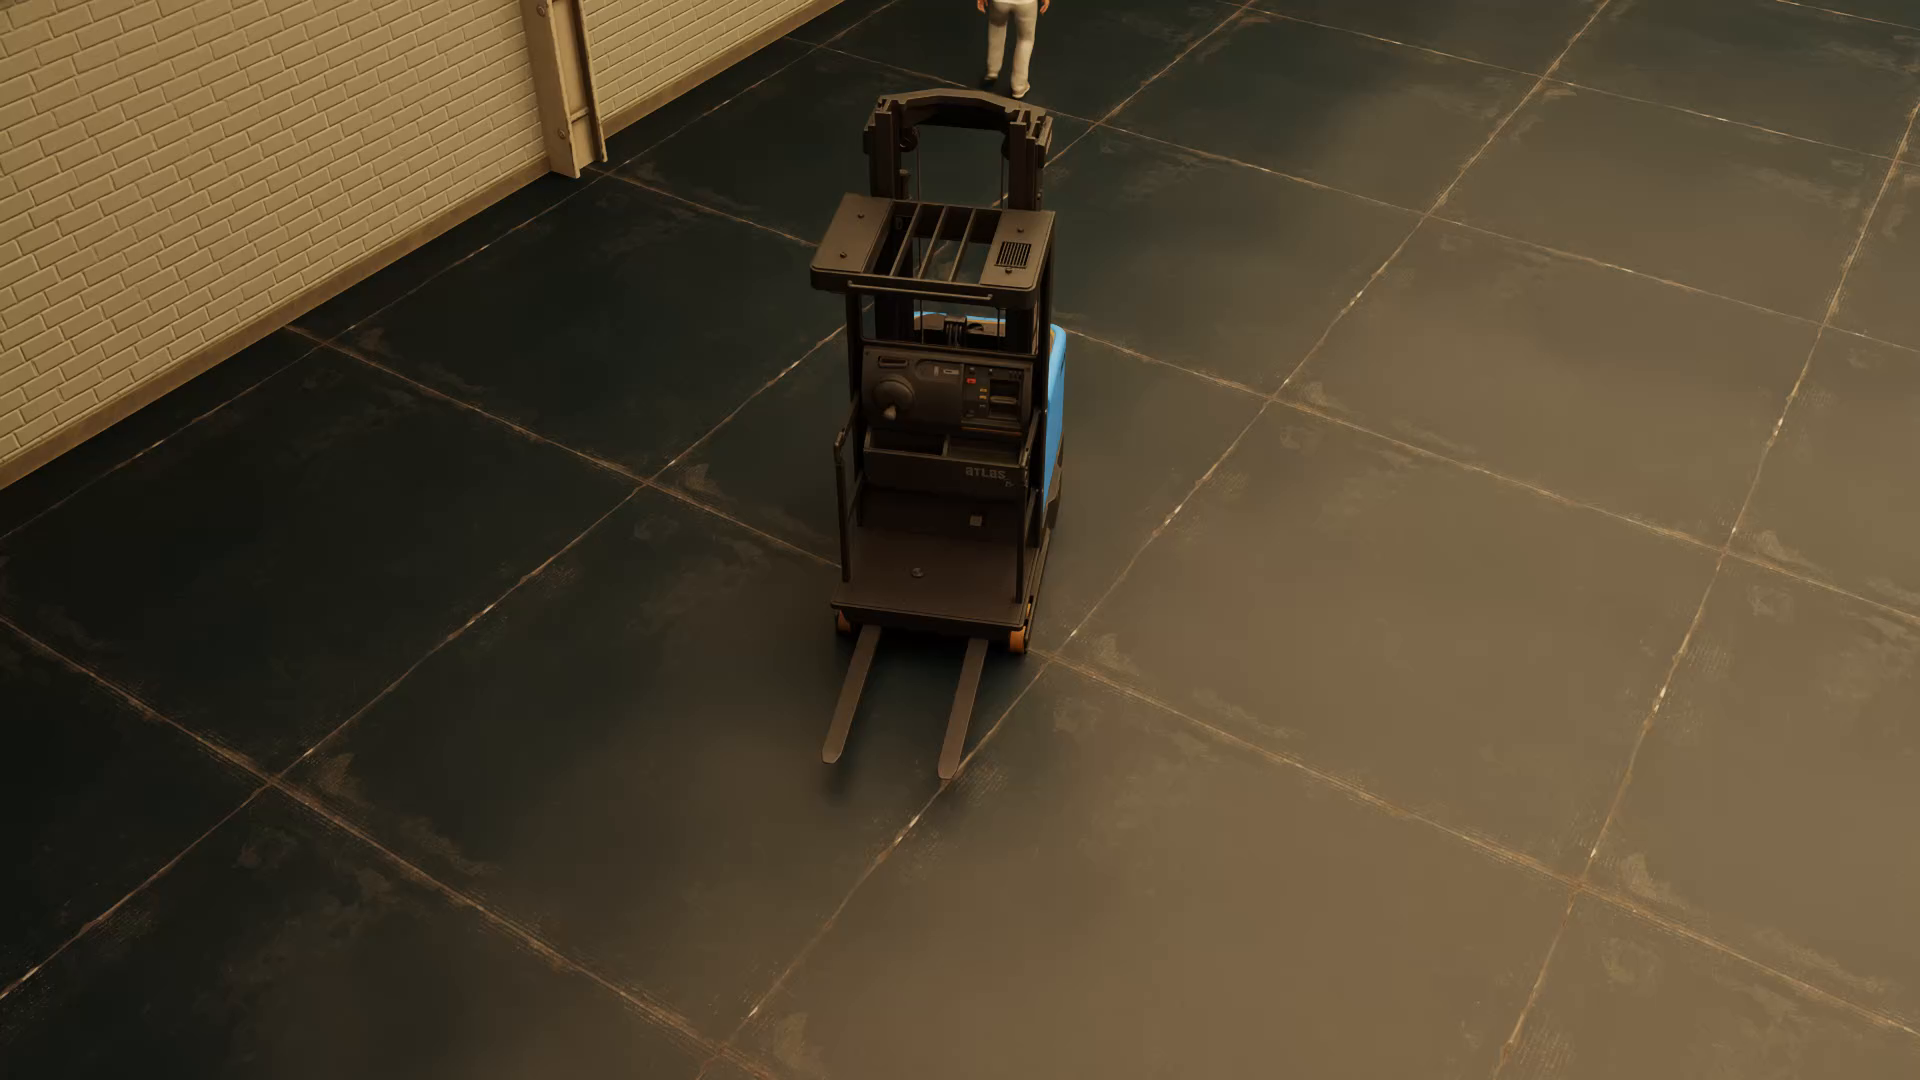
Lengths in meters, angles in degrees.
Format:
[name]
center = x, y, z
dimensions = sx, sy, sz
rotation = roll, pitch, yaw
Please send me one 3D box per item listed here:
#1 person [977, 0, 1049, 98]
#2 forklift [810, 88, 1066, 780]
[person]
center = 0.479, -4.756, 14.565
dimensions = 0.636, 1.816, 0.535
rotation = 10, 41, 12
[forklift]
center = -0.108, -0.731, 8.830
dimensions = 1.130, 2.935, 3.031
rotation = 7, 41, 8
